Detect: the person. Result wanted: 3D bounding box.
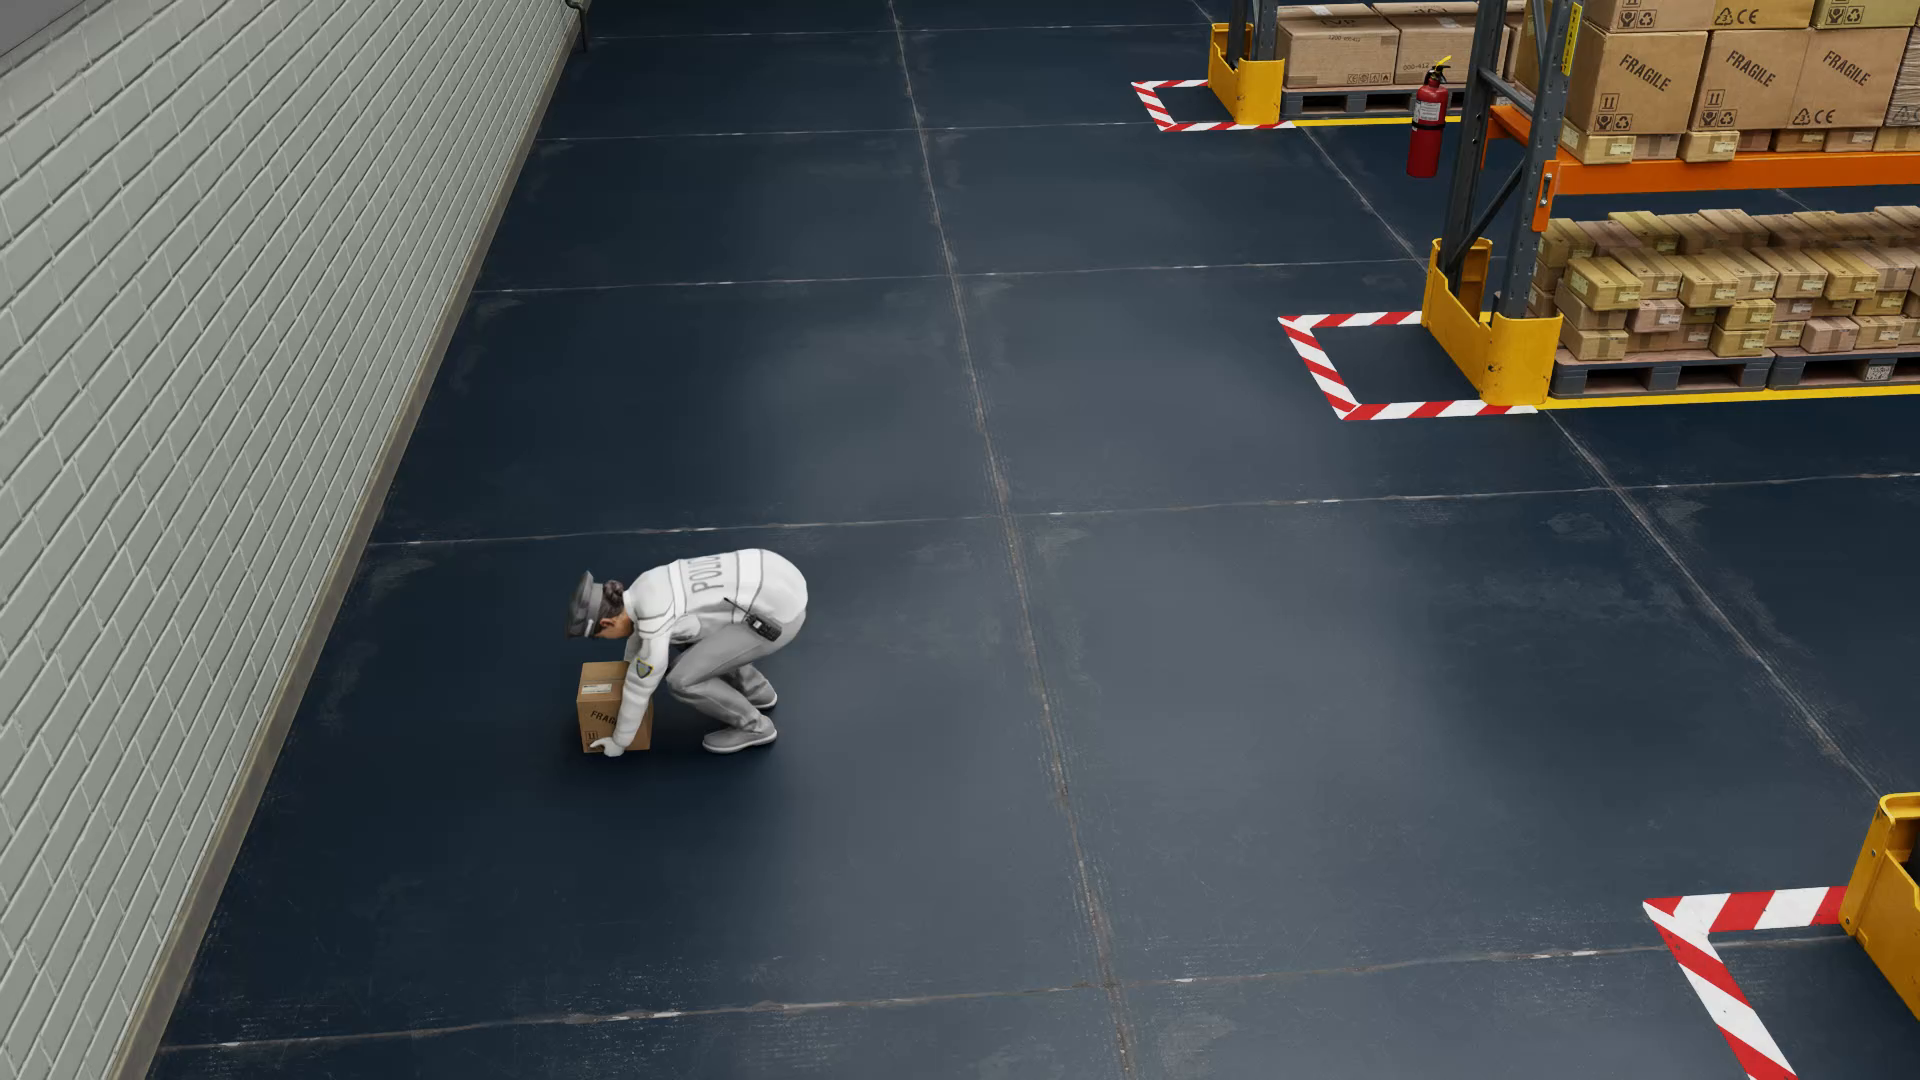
[{"bbox_3d":[-1.028,0.426,6.333,0.914,0.760,0.458,-4,31,-6],"label":"person"}]
